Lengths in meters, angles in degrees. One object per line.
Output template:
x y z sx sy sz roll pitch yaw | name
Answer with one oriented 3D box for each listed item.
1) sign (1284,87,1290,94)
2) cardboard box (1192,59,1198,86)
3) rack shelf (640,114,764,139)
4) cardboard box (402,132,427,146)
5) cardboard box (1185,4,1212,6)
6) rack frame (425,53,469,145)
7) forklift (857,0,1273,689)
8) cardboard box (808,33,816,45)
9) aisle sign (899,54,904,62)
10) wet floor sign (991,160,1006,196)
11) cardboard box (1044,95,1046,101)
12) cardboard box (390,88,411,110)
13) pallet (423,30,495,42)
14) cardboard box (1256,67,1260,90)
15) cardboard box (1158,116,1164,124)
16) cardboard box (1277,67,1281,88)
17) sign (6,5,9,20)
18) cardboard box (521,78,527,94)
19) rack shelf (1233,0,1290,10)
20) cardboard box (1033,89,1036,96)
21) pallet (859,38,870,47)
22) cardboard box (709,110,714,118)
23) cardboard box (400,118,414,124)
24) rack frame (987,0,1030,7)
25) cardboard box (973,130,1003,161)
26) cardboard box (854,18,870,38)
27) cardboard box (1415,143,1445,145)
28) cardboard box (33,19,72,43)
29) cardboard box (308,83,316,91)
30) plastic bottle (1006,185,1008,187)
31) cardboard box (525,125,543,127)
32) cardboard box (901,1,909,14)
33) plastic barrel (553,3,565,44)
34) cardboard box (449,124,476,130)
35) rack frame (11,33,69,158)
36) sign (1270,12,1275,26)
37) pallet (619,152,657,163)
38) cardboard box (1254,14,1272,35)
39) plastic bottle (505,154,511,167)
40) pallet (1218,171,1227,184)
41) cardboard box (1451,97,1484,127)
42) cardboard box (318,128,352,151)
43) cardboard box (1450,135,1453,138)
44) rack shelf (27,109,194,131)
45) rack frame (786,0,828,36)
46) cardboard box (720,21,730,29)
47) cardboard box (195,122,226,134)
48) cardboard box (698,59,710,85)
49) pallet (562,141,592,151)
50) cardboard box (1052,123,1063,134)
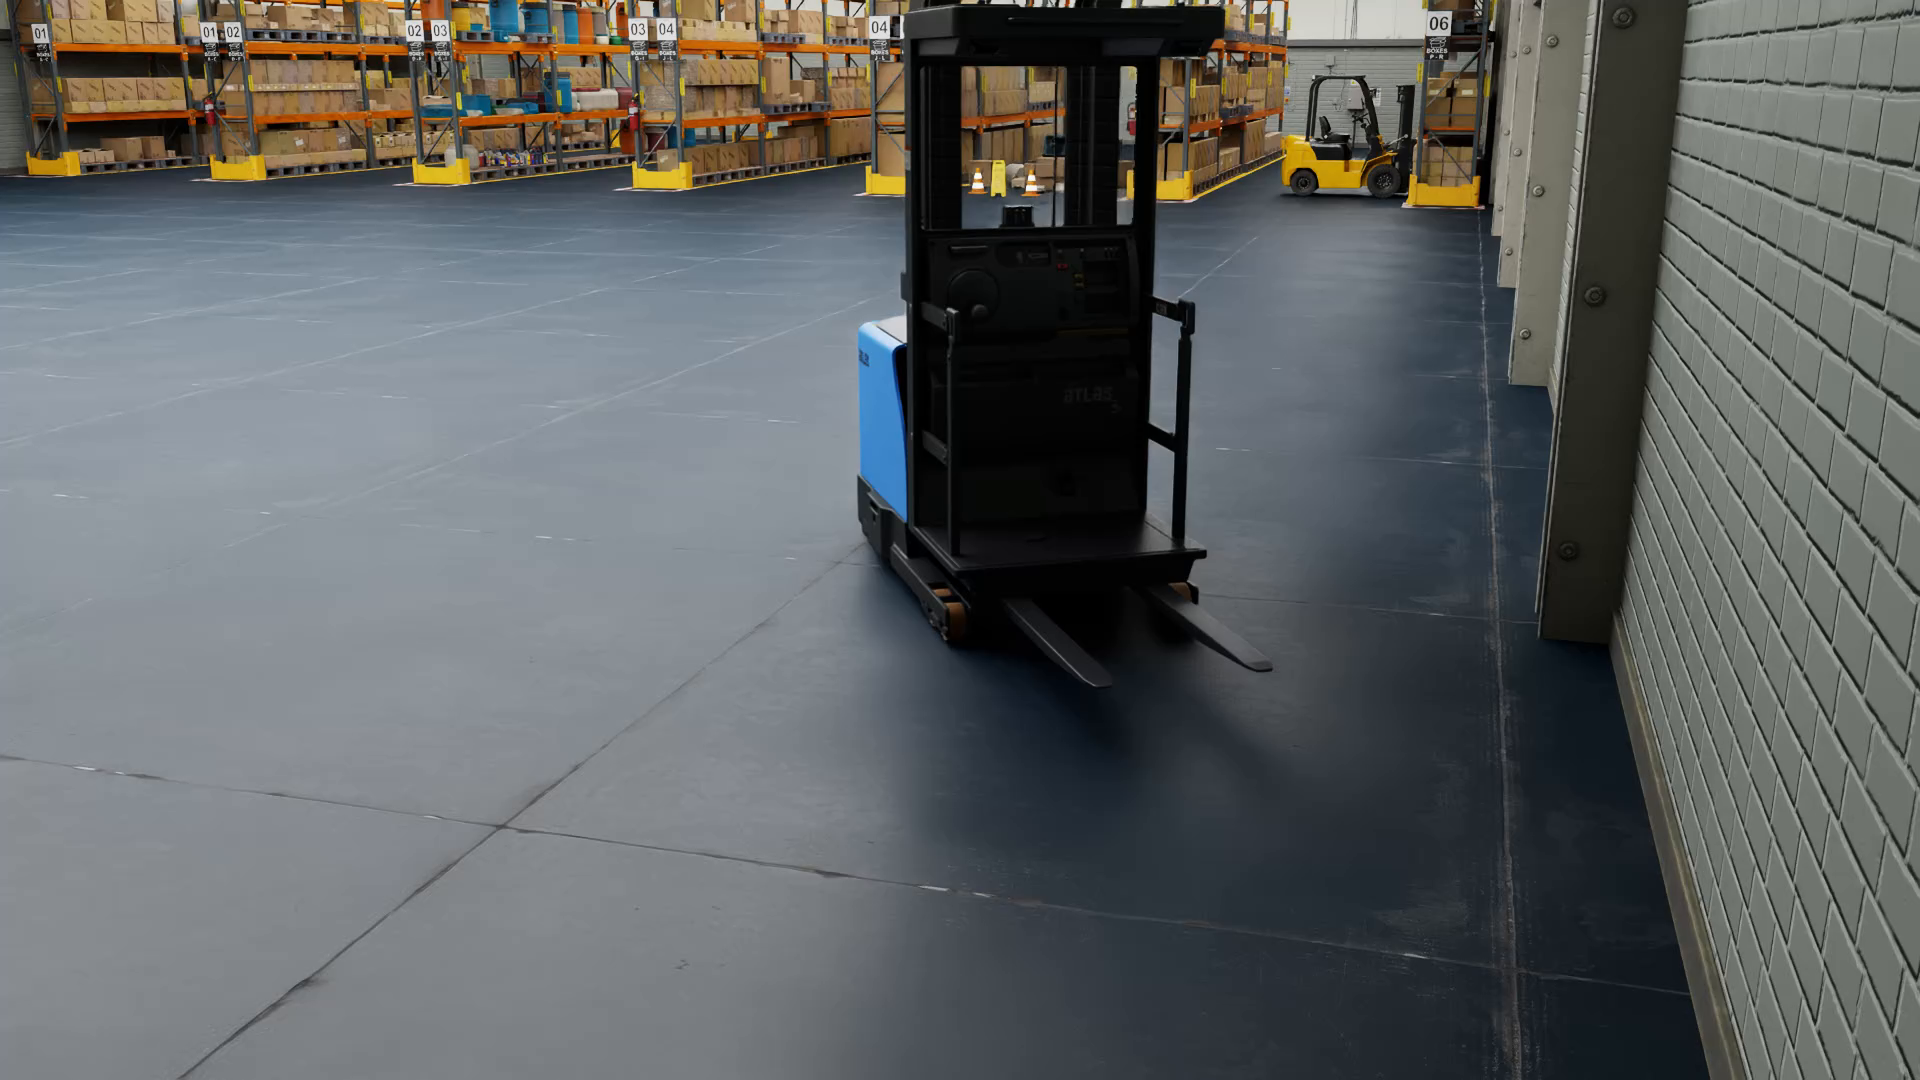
9.701 -13.441 49.724 0.327 0.218 0.001 5 16 16 | sign
4.240 -9.117 32.413 0.700 0.500 0.500 5 17 16 | cardboard box
-5.331 -8.574 34.378 1.077 0.370 4.000 5 16 16 | rack shelf
-13.467 -9.852 40.810 0.500 0.311 0.500 5 17 17 | cardboard box
4.782 -10.650 33.471 0.500 0.250 0.500 5 17 17 | cardboard box
-13.122 -11.259 42.526 1.000 3.000 0.127 5 16 16 | rack frame
0.376 -1.109 6.869 1.130 2.935 3.031 -4 16 -15 | forklift
-3.654 -11.586 38.459 0.500 0.250 0.500 5 16 16 | cardboard box
-1.619 -13.875 46.987 0.394 0.787 0.004 5 16 16 | aisle sign
0.718 -6.692 30.739 0.267 0.644 0.232 2 16 6 | wet floor sign
1.872 -10.676 40.163 0.380 0.149 0.250 4 16 14 | cardboard box
-13.733 -10.729 40.475 0.500 0.500 0.500 5 16 16 | cardboard box
-10.319 -10.342 34.142 1.003 0.211 1.213 5 16 16 | pallet
6.691 -10.757 38.741 0.500 0.500 0.500 5 17 17 | cardboard box
3.504 -7.622 30.164 0.380 0.149 0.250 5 17 18 | cardboard box
7.977 -11.930 42.879 0.500 0.500 0.500 5 16 16 | cardboard box
-20.673 -11.466 36.138 0.100 0.325 0.005 5 16 16 | sign
-12.335 -12.449 45.769 0.700 0.500 0.500 -1 16 -3 | cardboard box
7.581 -13.638 41.973 1.077 0.370 4.000 5 16 16 | rack shelf
1.579 -10.555 39.190 0.380 0.149 0.250 4 16 14 | cardboard box
-2.702 -12.643 42.262 0.805 0.209 1.217 4 16 14 | pallet
-5.241 -8.659 33.822 0.380 0.149 0.250 5 16 16 | cardboard box
-16.153 -12.263 48.690 0.380 0.149 0.250 5 17 18 | cardboard box
1.101 -12.965 37.547 1.000 3.000 0.127 5 16 16 | rack frame
0.332 -8.573 36.411 1.050 0.750 0.750 5 16 16 | cardboard box
-2.644 -13.077 42.486 0.700 0.500 0.500 5 17 17 | cardboard box
8.468 -7.016 30.005 0.500 0.250 0.500 5 17 17 | cardboard box
-19.812 -11.118 36.312 0.500 0.500 0.500 5 17 17 | cardboard box
-14.566 -10.083 37.009 0.380 0.149 0.250 5 17 18 | cardboard box
0.817 -7.037 33.027 0.283 0.061 0.133 -1 16 -3 | plastic bottle
-12.096 -11.485 47.100 0.500 0.500 0.500 5 16 16 | cardboard box
-0.789 -9.856 30.861 0.500 0.250 0.500 5 16 16 | cardboard box
-9.389 -11.832 38.133 0.600 0.901 0.600 0 16 0 | plastic barrel
-13.070 -10.907 43.685 0.500 0.250 0.500 5 17 18 | cardboard box
-20.146 -9.549 36.498 1.000 3.000 0.127 5 16 16 | rack frame
7.536 -12.571 40.132 0.100 0.325 0.005 5 16 16 | sign
-8.190 -9.742 42.288 1.003 0.211 1.213 5 16 16 | pallet
7.381 -12.646 40.786 0.500 0.500 0.500 5 17 17 | cardboard box
-9.752 -8.193 35.891 0.061 0.283 0.133 5 17 17 | plastic bottle
4.959 -7.537 34.515 1.003 0.211 1.213 5 16 16 | pallet
8.770 -7.400 28.740 0.500 0.500 0.500 5 17 18 | cardboard box
-14.335 -9.184 38.107 0.500 0.500 0.500 5 16 16 | cardboard box
10.817 -9.002 37.194 0.380 0.149 0.250 5 17 18 | cardboard box
-19.578 -9.726 38.441 1.077 0.370 4.000 5 16 16 | rack shelf
-3.625 -13.376 38.996 1.000 3.000 0.127 5 16 16 | rack frame
-4.947 -10.553 34.086 0.380 0.149 0.250 5 17 18 | cardboard box
-18.694 -10.275 41.457 0.500 0.250 0.500 4 16 15 | cardboard box
-5.333 -9.322 33.137 0.500 0.500 0.500 5 16 16 | cardboard box
-11.445 -11.463 48.358 1.003 0.211 1.213 5 16 16 | pallet
2.269 -10.271 41.480 0.500 0.250 0.500 4 16 14 | cardboard box
